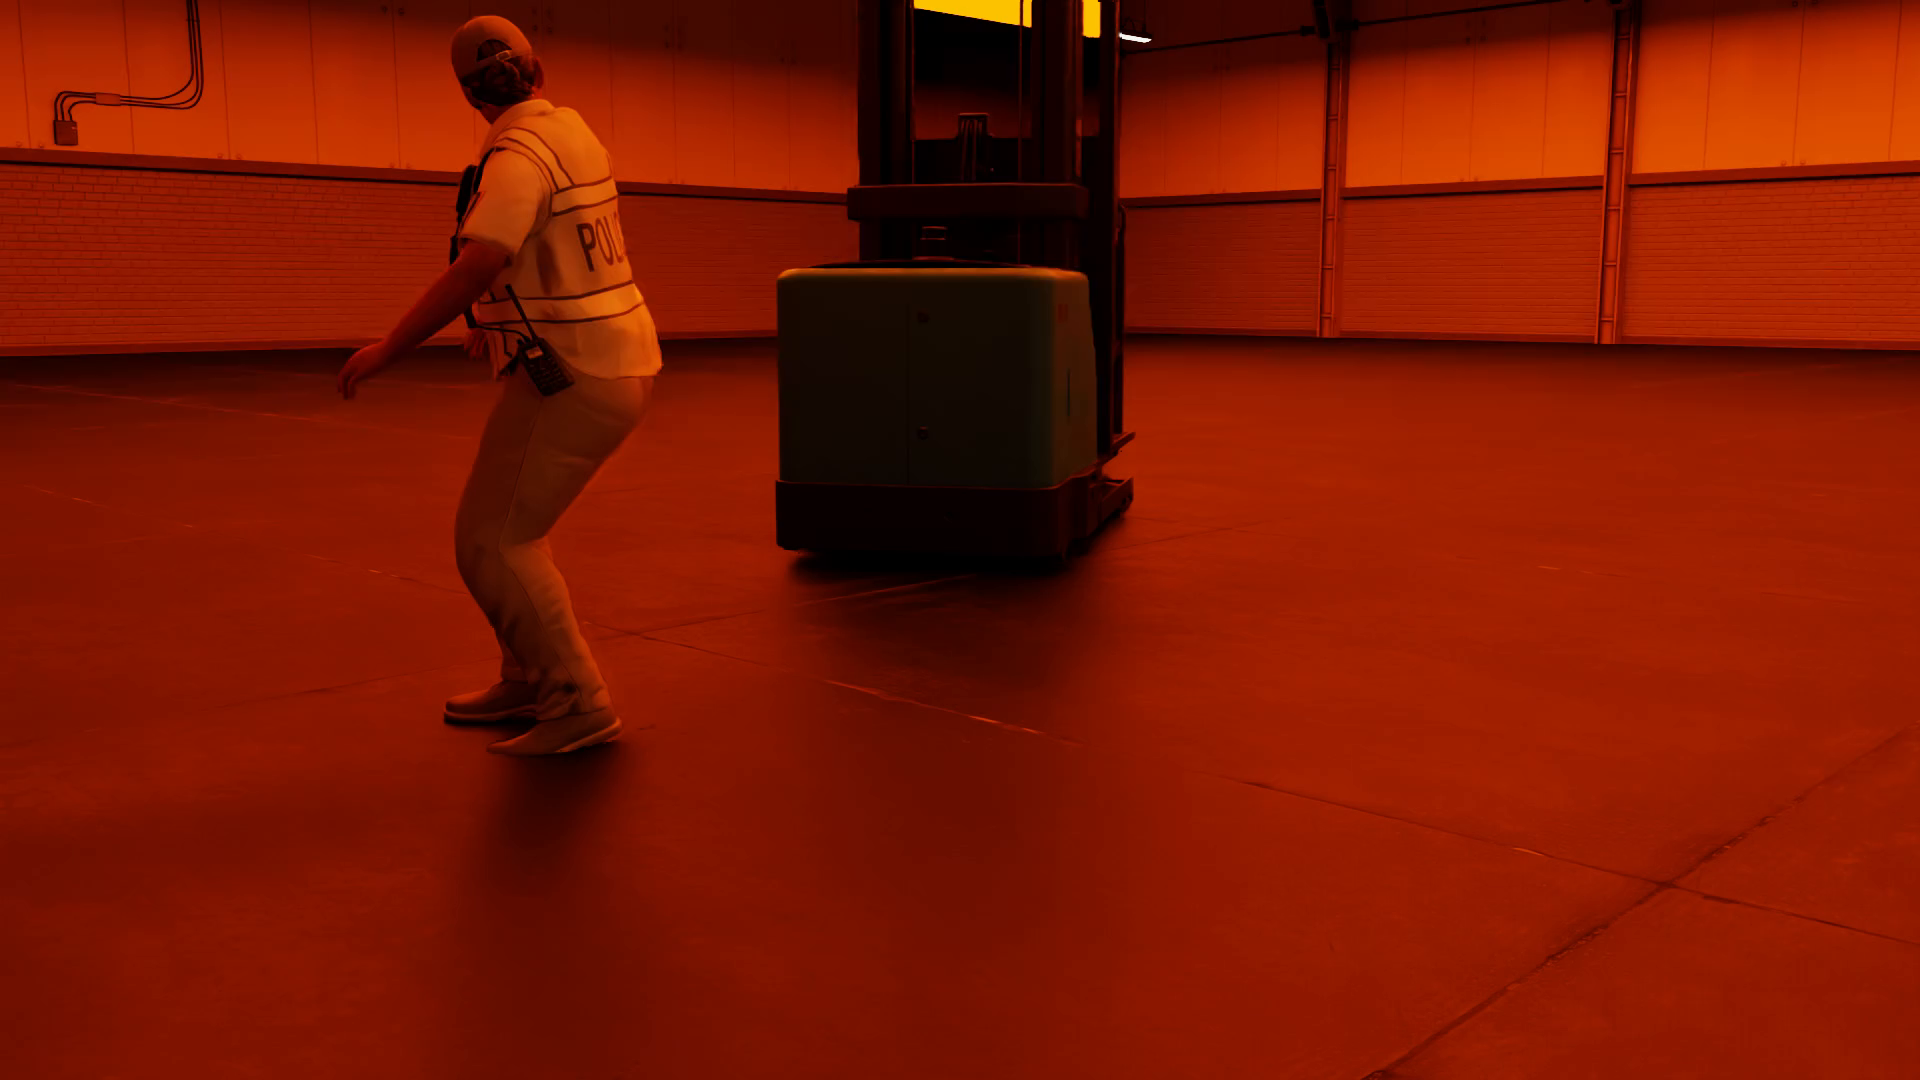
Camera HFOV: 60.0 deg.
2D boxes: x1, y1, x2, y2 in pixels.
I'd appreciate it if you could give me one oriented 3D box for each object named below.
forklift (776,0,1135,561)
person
[{"bbox_3d":[0.171,-1.552,7.181,1.130,2.935,3.031,2,9,13],"label":"forklift"},{"bbox_3d":[-0.995,-0.335,3.723,0.630,1.622,0.719,0,9,-2],"label":"person"}]
